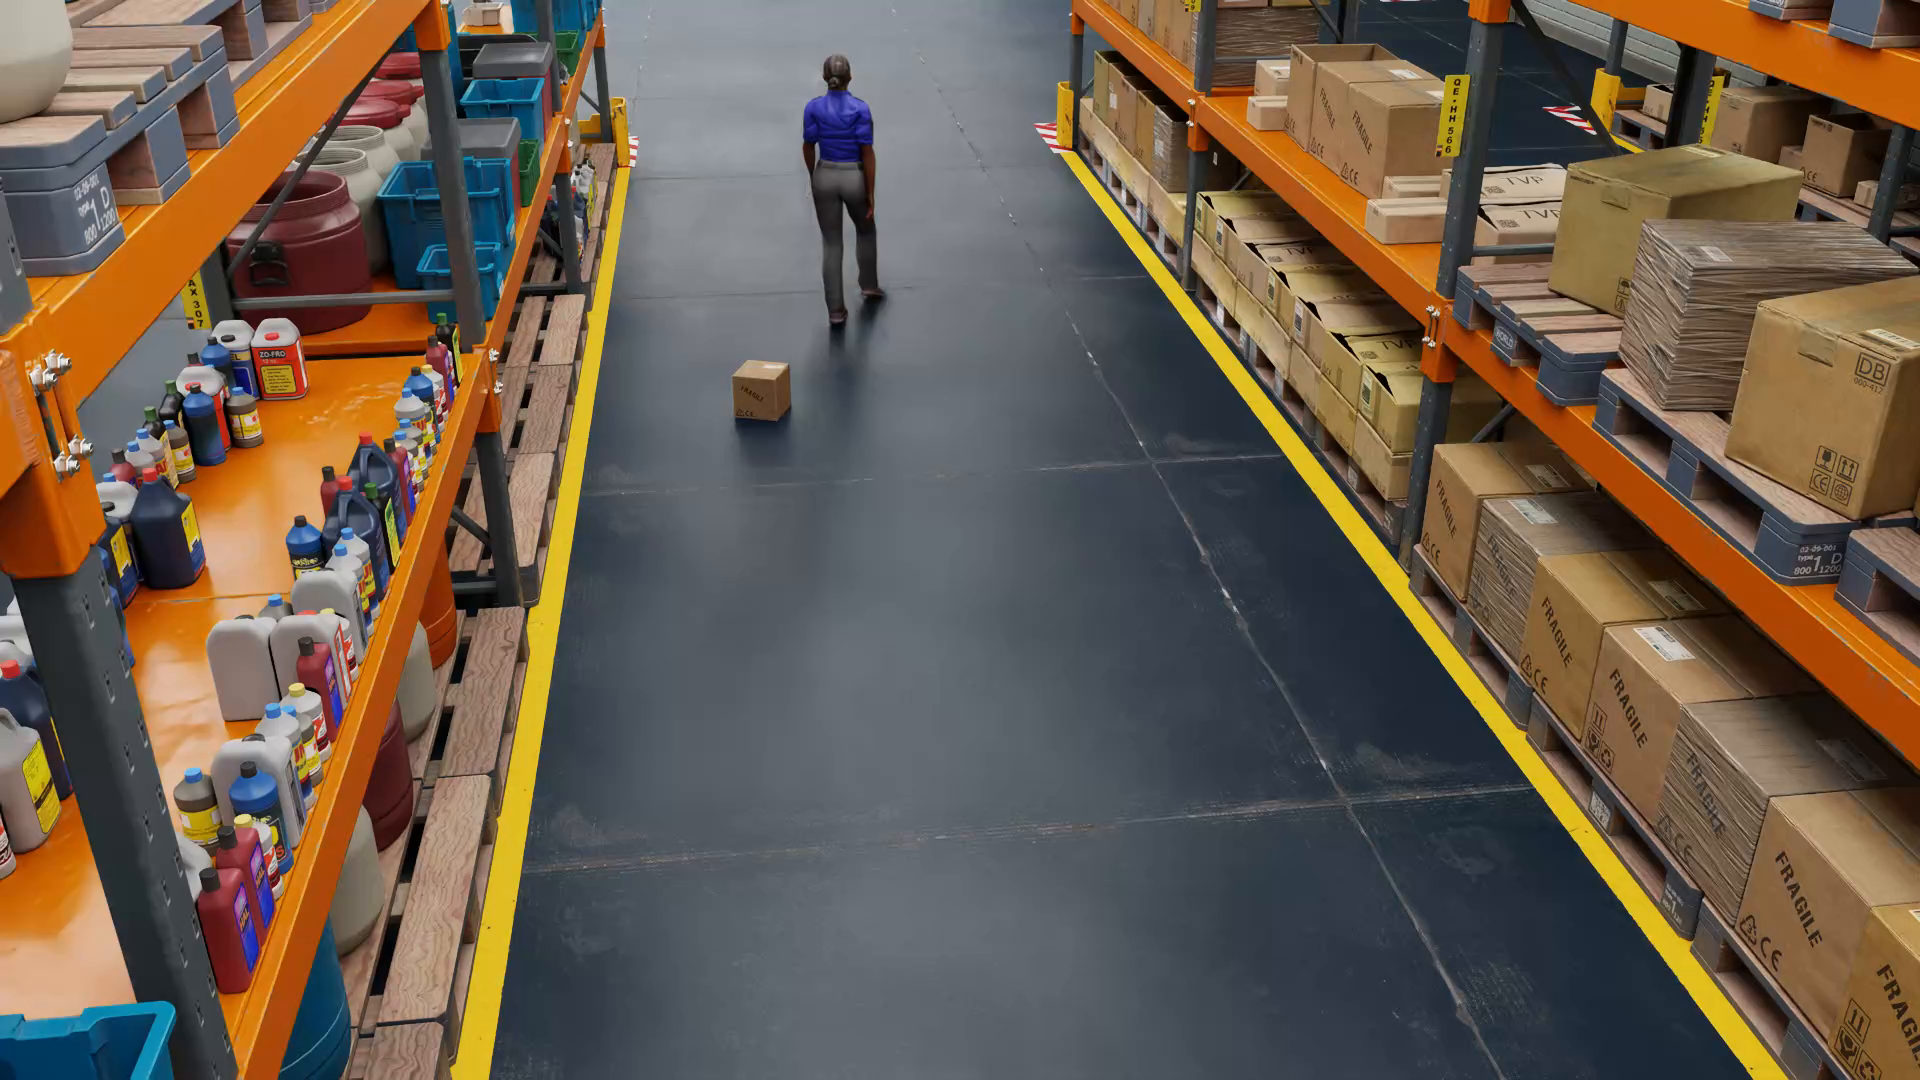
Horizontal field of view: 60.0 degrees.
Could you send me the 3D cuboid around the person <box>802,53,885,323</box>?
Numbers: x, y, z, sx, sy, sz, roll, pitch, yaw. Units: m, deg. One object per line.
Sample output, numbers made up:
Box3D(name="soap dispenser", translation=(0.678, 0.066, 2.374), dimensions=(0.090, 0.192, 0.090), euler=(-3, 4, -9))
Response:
Box3D(name="person", translation=(-0.739, -2.217, 10.425), dimensions=(0.467, 1.673, 0.782), euler=(2, 27, 3))
